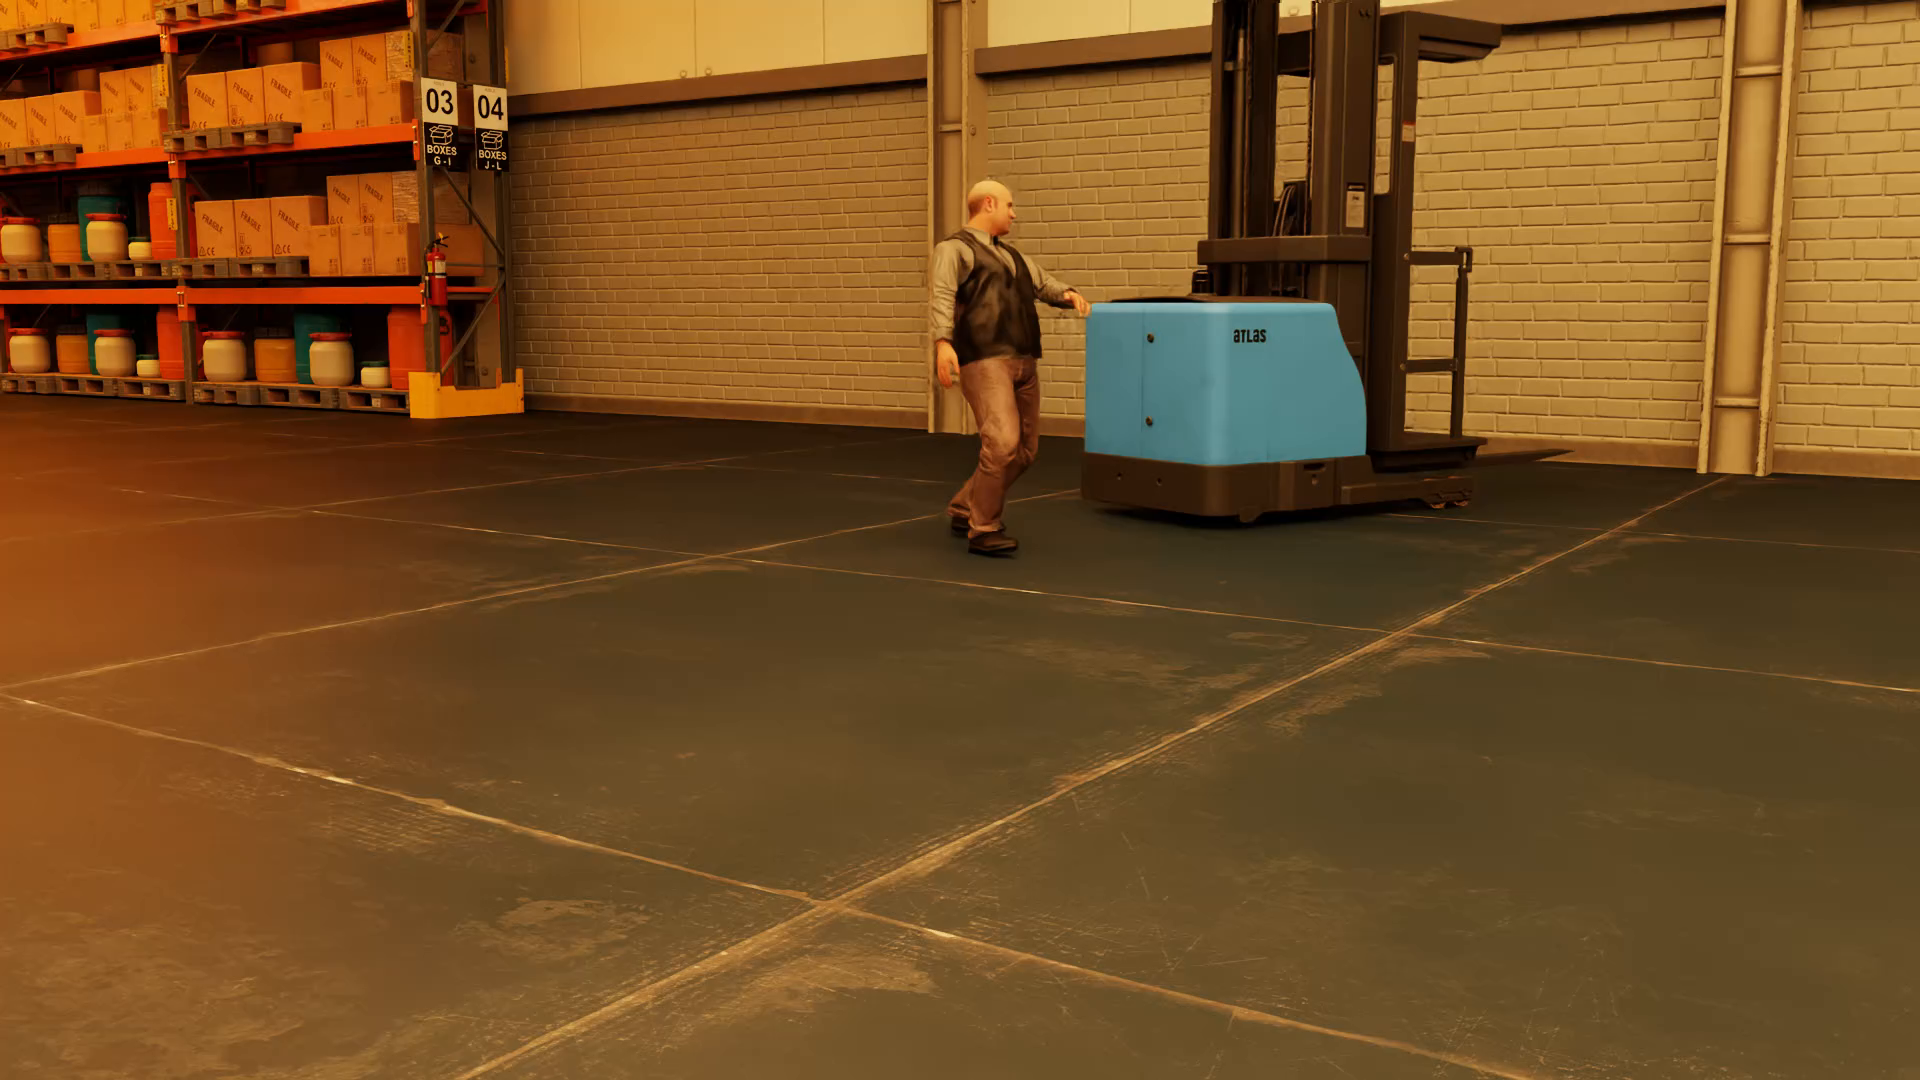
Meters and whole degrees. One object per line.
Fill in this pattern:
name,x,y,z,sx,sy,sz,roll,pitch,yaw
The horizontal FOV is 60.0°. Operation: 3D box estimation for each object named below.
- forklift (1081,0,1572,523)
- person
forklift,2.131,-1.667,8.915,3.031,2.935,1.130,-6,10,-35
person,0.159,-0.756,7.214,0.842,1.608,0.758,5,9,31
